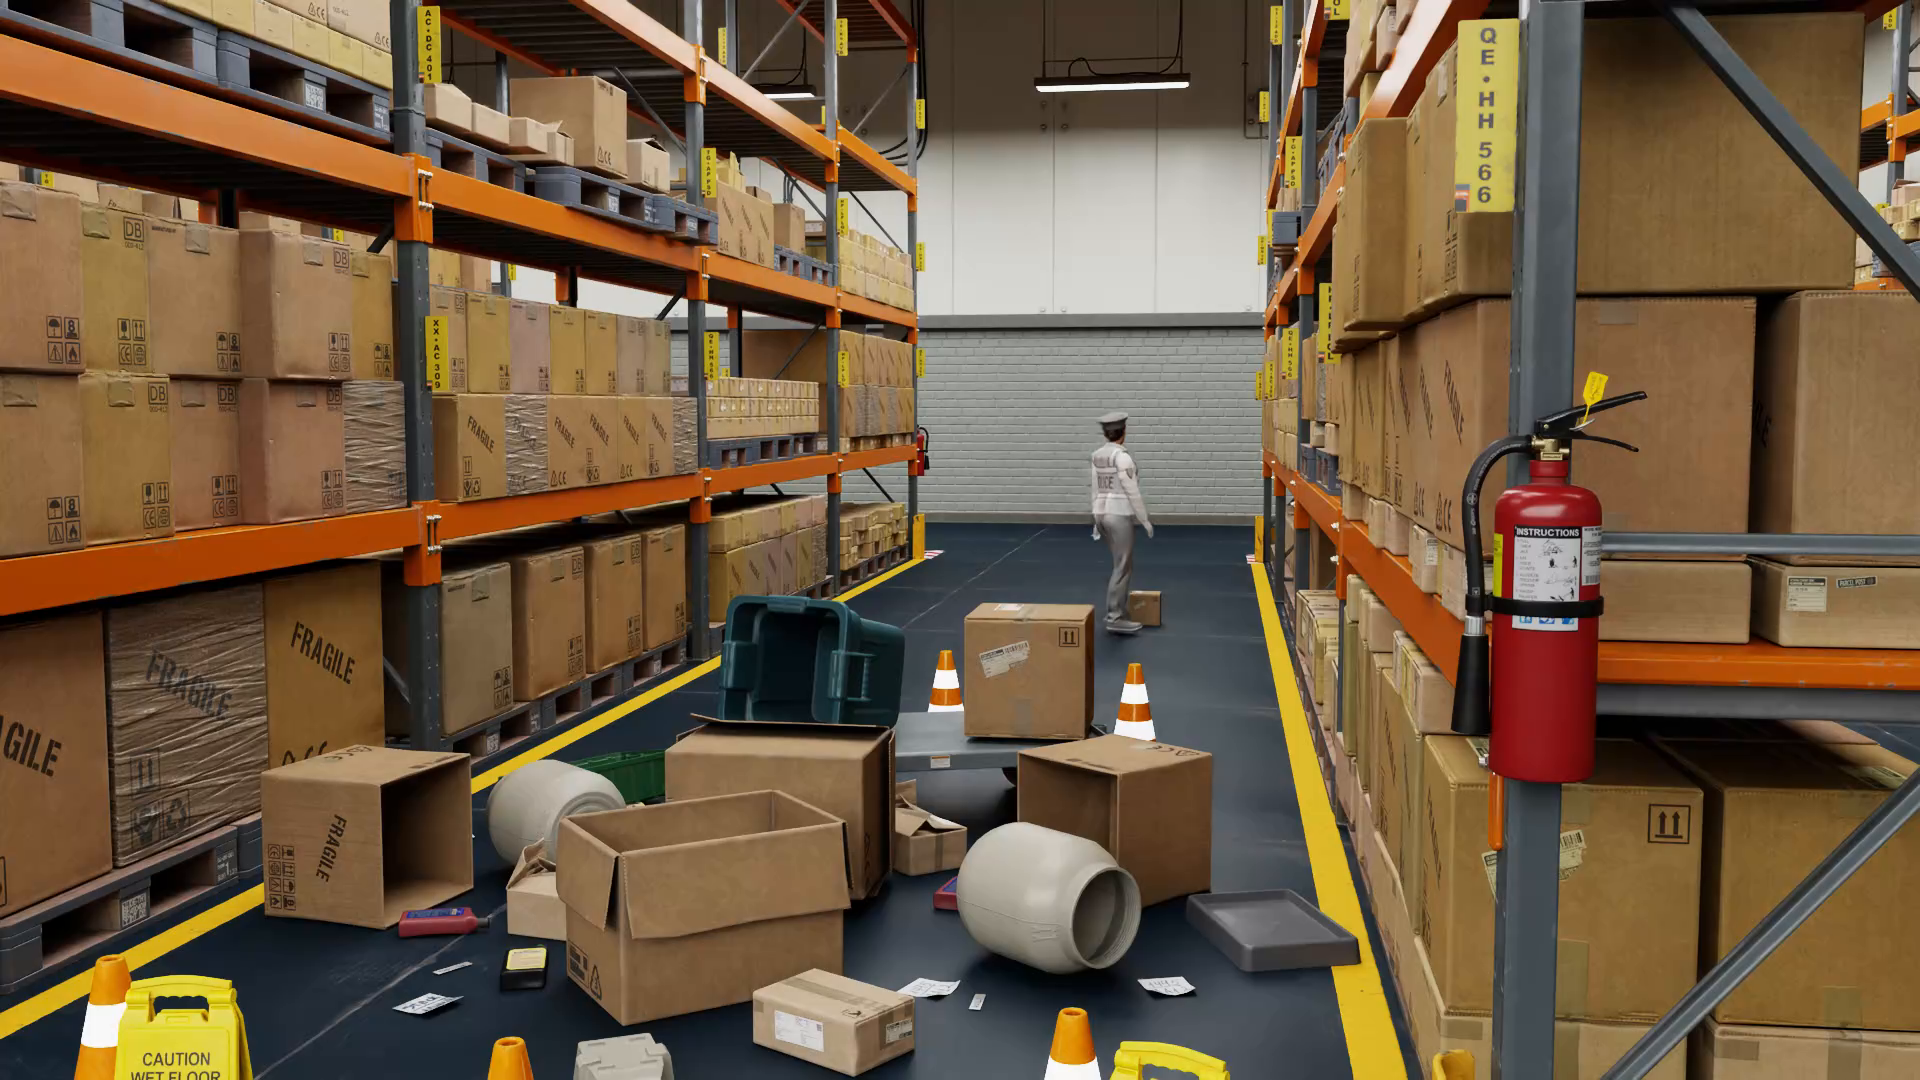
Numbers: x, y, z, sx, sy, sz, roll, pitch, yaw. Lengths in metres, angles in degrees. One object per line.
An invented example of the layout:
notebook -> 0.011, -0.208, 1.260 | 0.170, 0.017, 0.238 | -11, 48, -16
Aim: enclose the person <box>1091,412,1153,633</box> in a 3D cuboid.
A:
person -> 1.228, -0.102, 12.709 | 0.415, 1.748, 0.501 | -2, 5, -20
